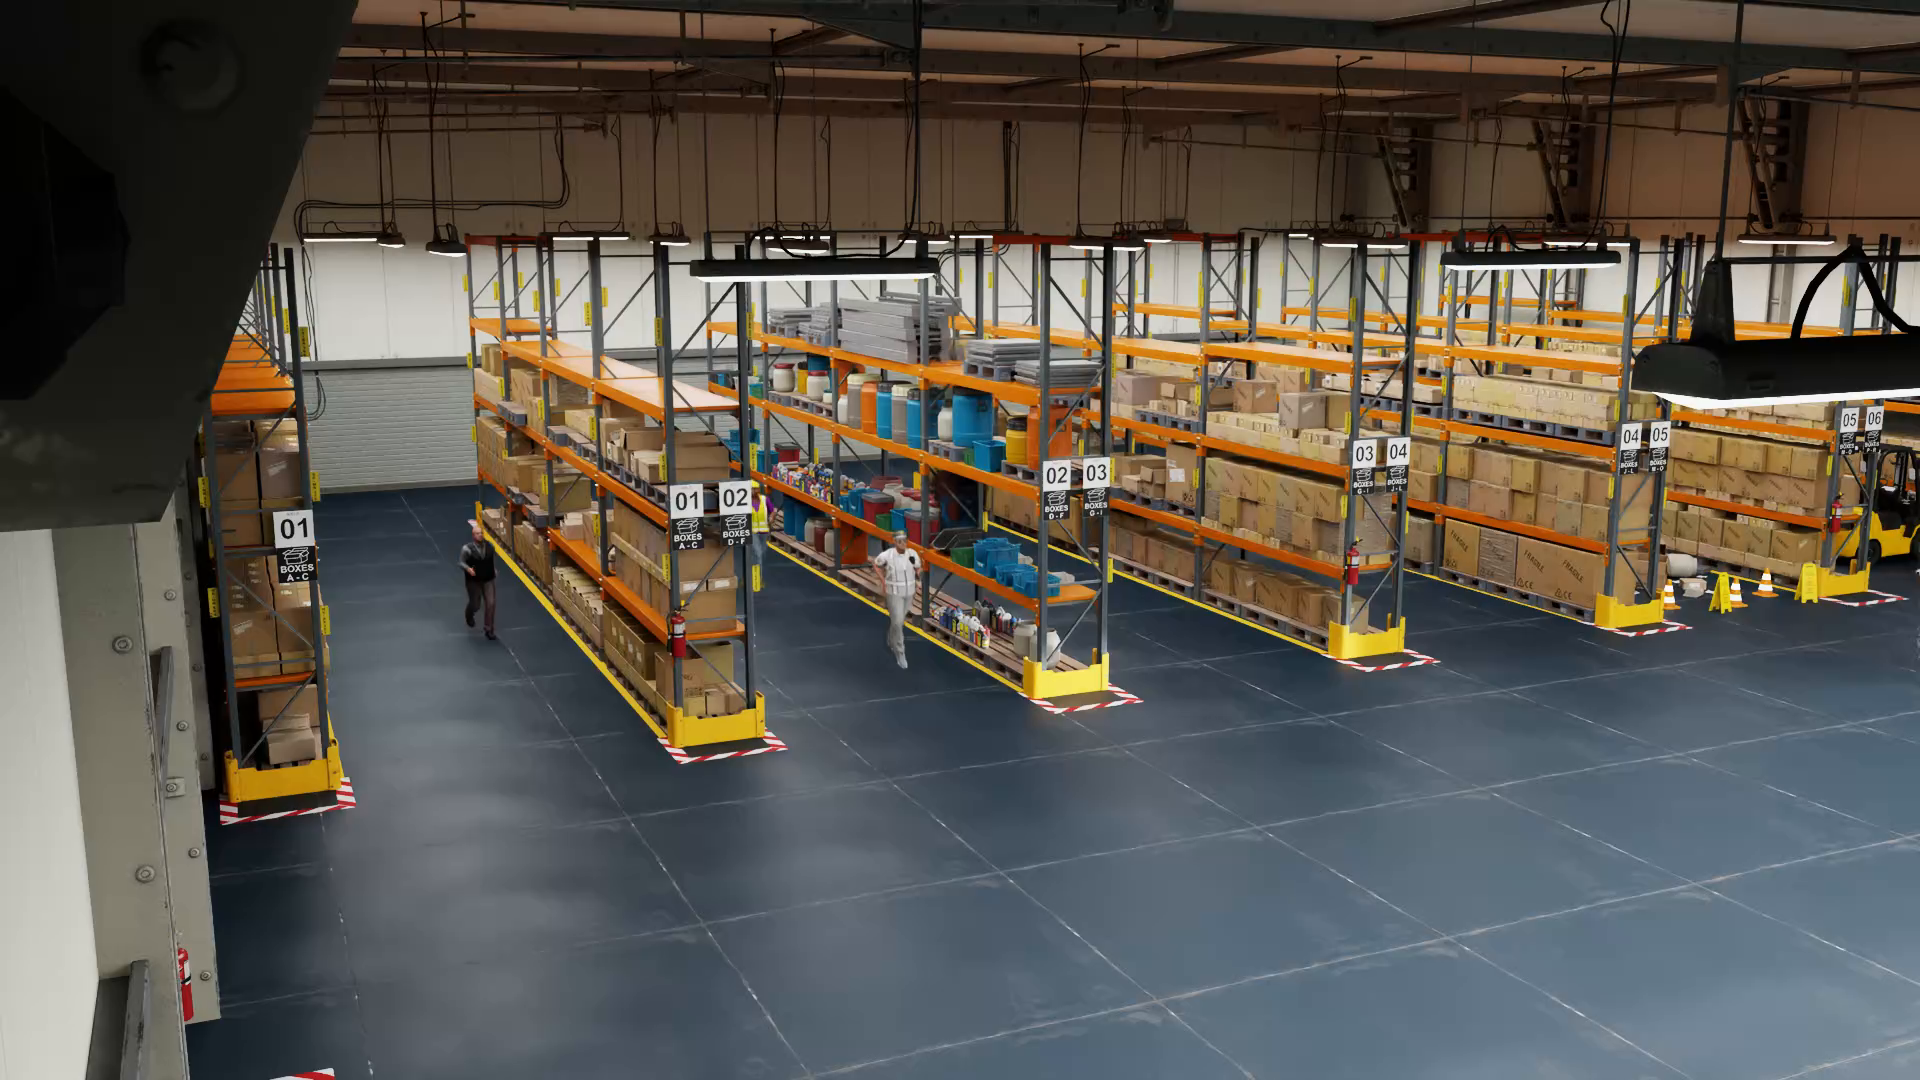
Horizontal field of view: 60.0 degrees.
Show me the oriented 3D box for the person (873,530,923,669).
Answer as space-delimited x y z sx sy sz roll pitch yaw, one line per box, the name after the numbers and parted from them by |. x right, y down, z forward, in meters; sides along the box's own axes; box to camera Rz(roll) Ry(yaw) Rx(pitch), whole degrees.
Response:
-0.805 0.782 23.078 0.626 1.902 0.753 -7 13 -32 | person

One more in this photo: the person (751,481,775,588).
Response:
-3.392 -0.120 27.747 0.690 1.770 0.760 -5 12 -24 | person

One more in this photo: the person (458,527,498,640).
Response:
-7.353 0.623 25.425 0.648 1.709 0.934 -7 13 -31 | person
